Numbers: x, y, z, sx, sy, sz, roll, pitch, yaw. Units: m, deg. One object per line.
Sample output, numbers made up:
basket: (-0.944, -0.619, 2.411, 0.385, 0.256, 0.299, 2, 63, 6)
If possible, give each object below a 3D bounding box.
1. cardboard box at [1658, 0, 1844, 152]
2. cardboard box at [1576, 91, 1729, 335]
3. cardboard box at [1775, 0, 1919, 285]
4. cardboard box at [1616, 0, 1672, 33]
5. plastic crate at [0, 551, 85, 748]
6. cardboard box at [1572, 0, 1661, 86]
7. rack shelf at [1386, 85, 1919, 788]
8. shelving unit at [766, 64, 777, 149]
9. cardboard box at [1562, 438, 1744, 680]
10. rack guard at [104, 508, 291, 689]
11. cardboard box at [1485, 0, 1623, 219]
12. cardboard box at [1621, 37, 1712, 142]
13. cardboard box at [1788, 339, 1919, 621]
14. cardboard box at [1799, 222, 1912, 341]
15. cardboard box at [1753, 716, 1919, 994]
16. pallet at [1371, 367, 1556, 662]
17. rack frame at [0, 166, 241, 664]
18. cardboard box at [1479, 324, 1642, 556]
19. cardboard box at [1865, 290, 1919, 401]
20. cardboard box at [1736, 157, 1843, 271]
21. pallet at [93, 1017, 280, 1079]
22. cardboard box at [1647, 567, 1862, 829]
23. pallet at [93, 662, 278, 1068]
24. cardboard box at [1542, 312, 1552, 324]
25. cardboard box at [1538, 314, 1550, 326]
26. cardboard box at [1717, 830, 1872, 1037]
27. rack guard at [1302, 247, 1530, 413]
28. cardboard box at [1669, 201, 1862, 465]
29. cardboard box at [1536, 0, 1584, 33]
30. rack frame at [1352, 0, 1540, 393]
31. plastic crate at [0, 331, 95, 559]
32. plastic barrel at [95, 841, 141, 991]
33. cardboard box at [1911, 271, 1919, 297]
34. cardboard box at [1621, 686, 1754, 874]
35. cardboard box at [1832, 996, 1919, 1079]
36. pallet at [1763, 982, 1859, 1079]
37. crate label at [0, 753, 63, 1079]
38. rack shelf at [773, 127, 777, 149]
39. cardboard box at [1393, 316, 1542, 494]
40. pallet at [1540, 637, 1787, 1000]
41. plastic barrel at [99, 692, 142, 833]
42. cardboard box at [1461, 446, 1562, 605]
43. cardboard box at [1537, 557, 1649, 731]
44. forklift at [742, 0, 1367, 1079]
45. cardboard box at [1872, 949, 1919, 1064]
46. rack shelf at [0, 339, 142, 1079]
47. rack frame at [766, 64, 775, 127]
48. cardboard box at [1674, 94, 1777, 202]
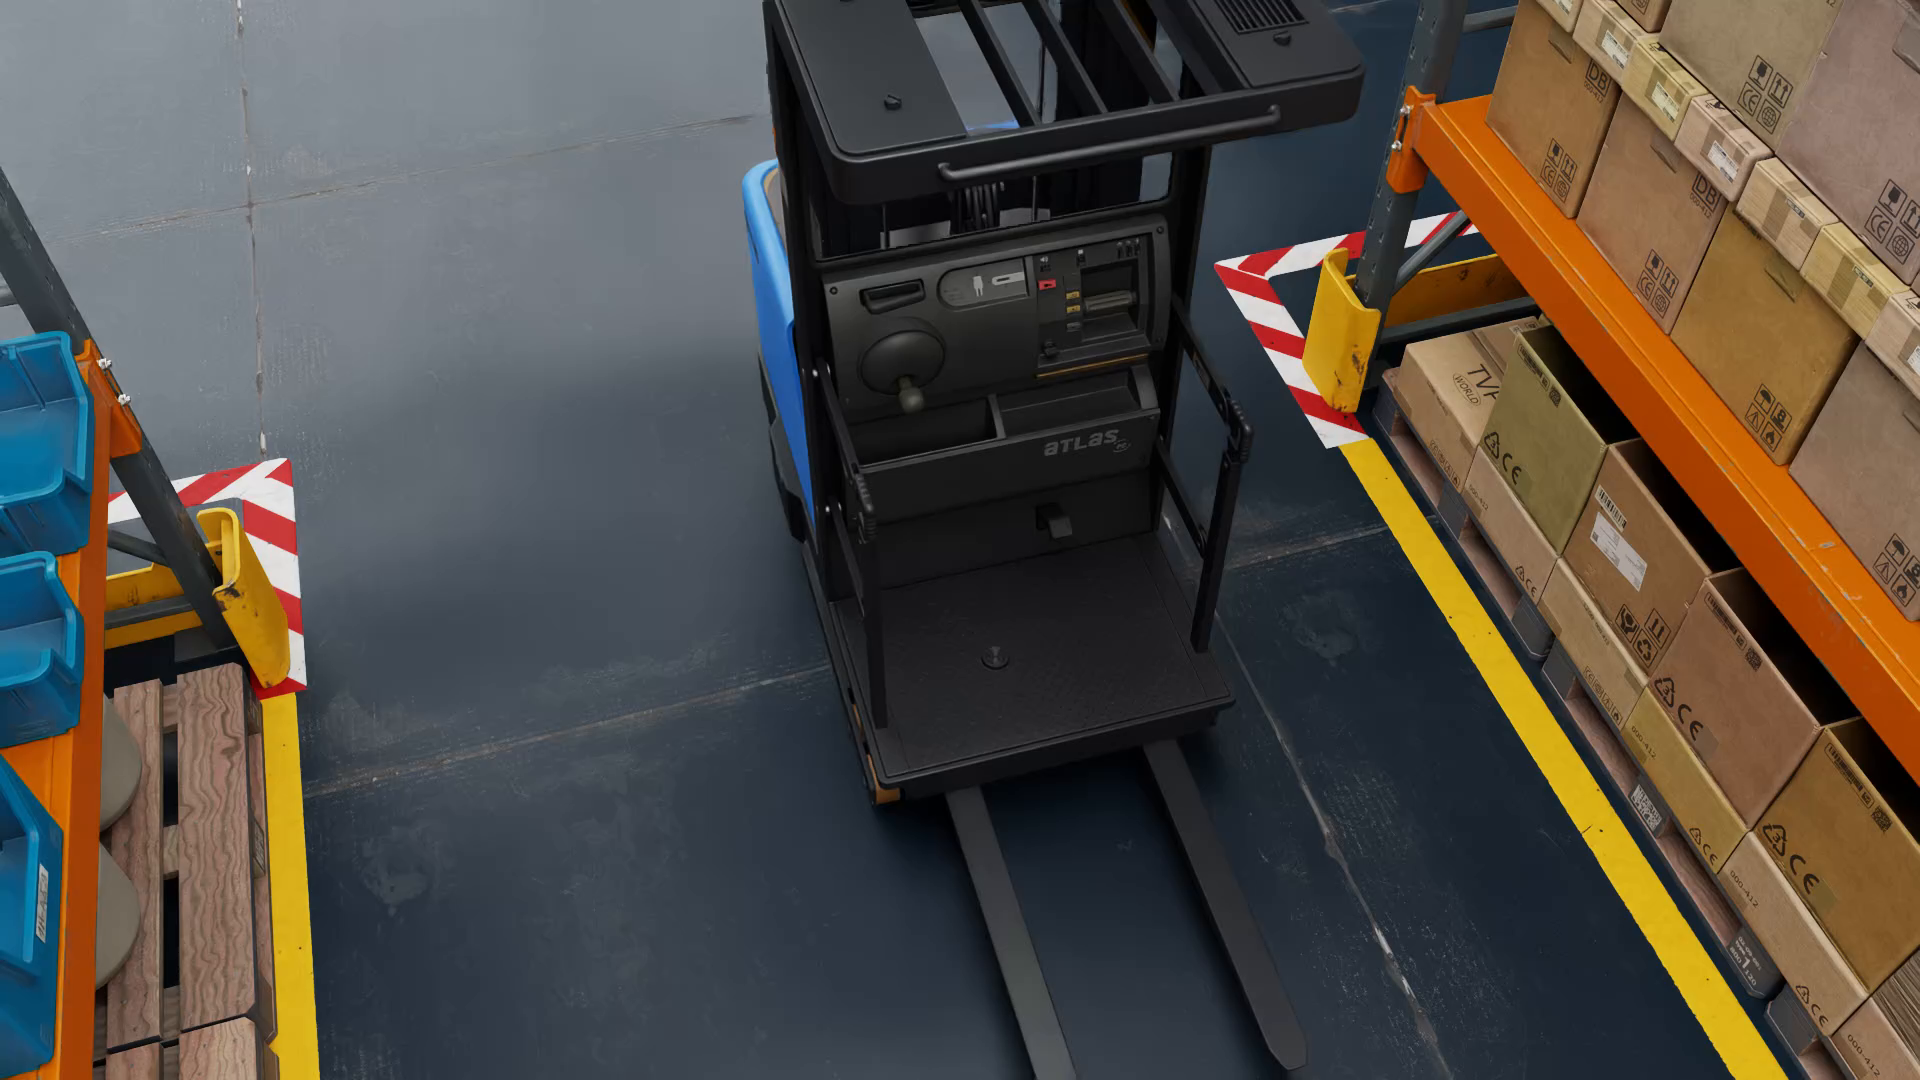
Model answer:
cardboard box: (2.201, -1.348, 4.010, 0.700, 0.500, 0.500, -15, 51, -12)
cardboard box: (2.185, -0.968, 4.539, 0.700, 0.500, 0.500, -12, 51, -10)
cardboard box: (2.351, -0.980, 3.700, 0.700, 0.500, 0.500, -13, 51, -11)
cardboard box: (2.041, -1.730, 4.333, 0.700, 0.500, 0.500, -13, 51, -11)
plastic crate: (-2.213, 0.276, 3.653, 0.499, 0.251, 0.408, -13, 51, -11)
cardboard box: (1.890, -1.376, 4.459, 0.380, 0.149, 0.250, -15, 51, -12)
rack shelf: (2.491, 0.030, 4.233, 1.077, 0.370, 4.000, -13, 51, -11)
shelving unit: (-0.473, -1.133, 5.911, 0.258, 1.200, 0.189, -19, 47, -15)
cardboard box: (2.155, 0.016, 4.808, 0.500, 0.500, 0.500, -13, 51, -11)
rack guard: (-2.766, 0.305, 5.166, 1.175, 0.500, 0.348, -13, 51, -11)
cardboard box: (2.025, -1.351, 4.862, 0.700, 0.500, 0.500, -13, 51, -11)
cardboard box: (1.963, -1.194, 4.305, 0.380, 0.149, 0.250, -13, 51, -11)
cardboard box: (2.485, -0.221, 3.909, 0.700, 0.500, 0.500, -12, 51, -10)
cardboard box: (2.192, -0.628, 3.828, 0.380, 0.149, 0.250, -14, 51, -11)
cardboard box: (2.448, 0.747, 4.192, 0.500, 0.500, 0.500, -13, 51, -11)
pallet: (2.165, -0.215, 5.793, 1.003, 0.211, 1.213, -13, 51, -11)
rack frame: (-2.834, -0.545, 4.248, 1.000, 3.000, 0.127, -13, 51, -11)
cardboard box: (1.995, -0.347, 5.114, 0.500, 0.500, 0.500, -13, 51, -11)
cardboard box: (2.263, -0.446, 3.674, 0.380, 0.149, 0.250, -13, 51, -11)
cardboard box: (2.116, -0.815, 3.985, 0.380, 0.149, 0.250, -15, 51, -12)
pallet: (-2.174, 1.882, 4.025, 1.003, 0.211, 1.213, -13, 51, -11)
cardboard box: (2.286, 0.385, 4.497, 0.500, 0.500, 0.500, -13, 51, -11)
pallet: (-2.531, 0.993, 4.775, 1.003, 0.211, 1.213, -13, 51, -11)
cardboard box: (2.342, -0.829, 5.520, 0.500, 0.500, 0.500, -13, 51, -11)
cardboard box: (2.340, -0.587, 5.807, 0.500, 0.250, 0.500, -13, 51, -11)
cardboard box: (2.436, 0.991, 4.476, 0.500, 0.250, 0.500, -13, 51, -11)
rack guard: (1.892, -0.874, 6.160, 1.175, 0.500, 0.348, -13, 51, -11)
cardboard box: (2.326, -0.604, 4.232, 0.700, 0.500, 0.500, -13, 51, -11)
cardboard box: (1.809, -1.569, 4.621, 0.380, 0.149, 0.250, -14, 51, -11)
rack frame: (1.899, -1.663, 5.190, 1.000, 3.000, 0.127, -13, 51, -11)
plastic crate: (-2.400, -0.199, 4.054, 0.499, 0.251, 0.616, -13, 51, -11)
plastic barrel: (-2.418, 0.951, 4.339, 0.421, 0.512, 0.421, 0, 50, 0)
cardboard box: (2.499, -0.614, 3.392, 0.700, 0.500, 0.500, -13, 51, -11)
cardboard box: (2.287, 0.626, 4.784, 0.500, 0.250, 0.500, -13, 51, -11)
cardboard box: (2.598, 1.353, 4.171, 0.500, 0.250, 0.500, -13, 51, -11)
pallet: (2.887, 1.567, 4.291, 1.003, 0.211, 1.213, -13, 51, -11)
crate label: (-2.031, 0.726, 3.153, 0.502, 0.435, 0.616, -13, 51, -11)
rack shelf: (-0.486, -1.356, 5.689, 0.258, 0.103, 0.180, -19, 47, -15)
cardboard box: (1.845, -0.470, 5.708, 0.500, 0.250, 0.500, -13, 51, -11)
pallet: (2.522, 0.675, 5.043, 1.003, 0.211, 1.213, -13, 51, -11)
plastic barrel: (-2.566, 0.585, 4.648, 0.421, 0.512, 0.421, 0, 50, 0)
cardboard box: (1.997, -0.105, 5.401, 0.500, 0.250, 0.500, -13, 51, -11)
cardboard box: (2.144, 0.260, 5.093, 0.500, 0.250, 0.500, -13, 51, -11)
forklift: (0.169, -0.485, 4.242, 1.130, 2.935, 3.031, -12, 51, -10)
cardboard box: (2.599, 1.111, 3.885, 0.500, 0.500, 0.500, -13, 51, -11)
rack shelf: (-2.242, 1.147, 3.291, 1.077, 0.370, 4.000, -13, 51, -11)
rack frame: (-0.511, -1.190, 5.972, 0.240, 1.200, 0.006, -19, 47, -15)
cardboard box: (2.035, -1.009, 4.149, 0.380, 0.149, 0.250, -14, 51, -12)
